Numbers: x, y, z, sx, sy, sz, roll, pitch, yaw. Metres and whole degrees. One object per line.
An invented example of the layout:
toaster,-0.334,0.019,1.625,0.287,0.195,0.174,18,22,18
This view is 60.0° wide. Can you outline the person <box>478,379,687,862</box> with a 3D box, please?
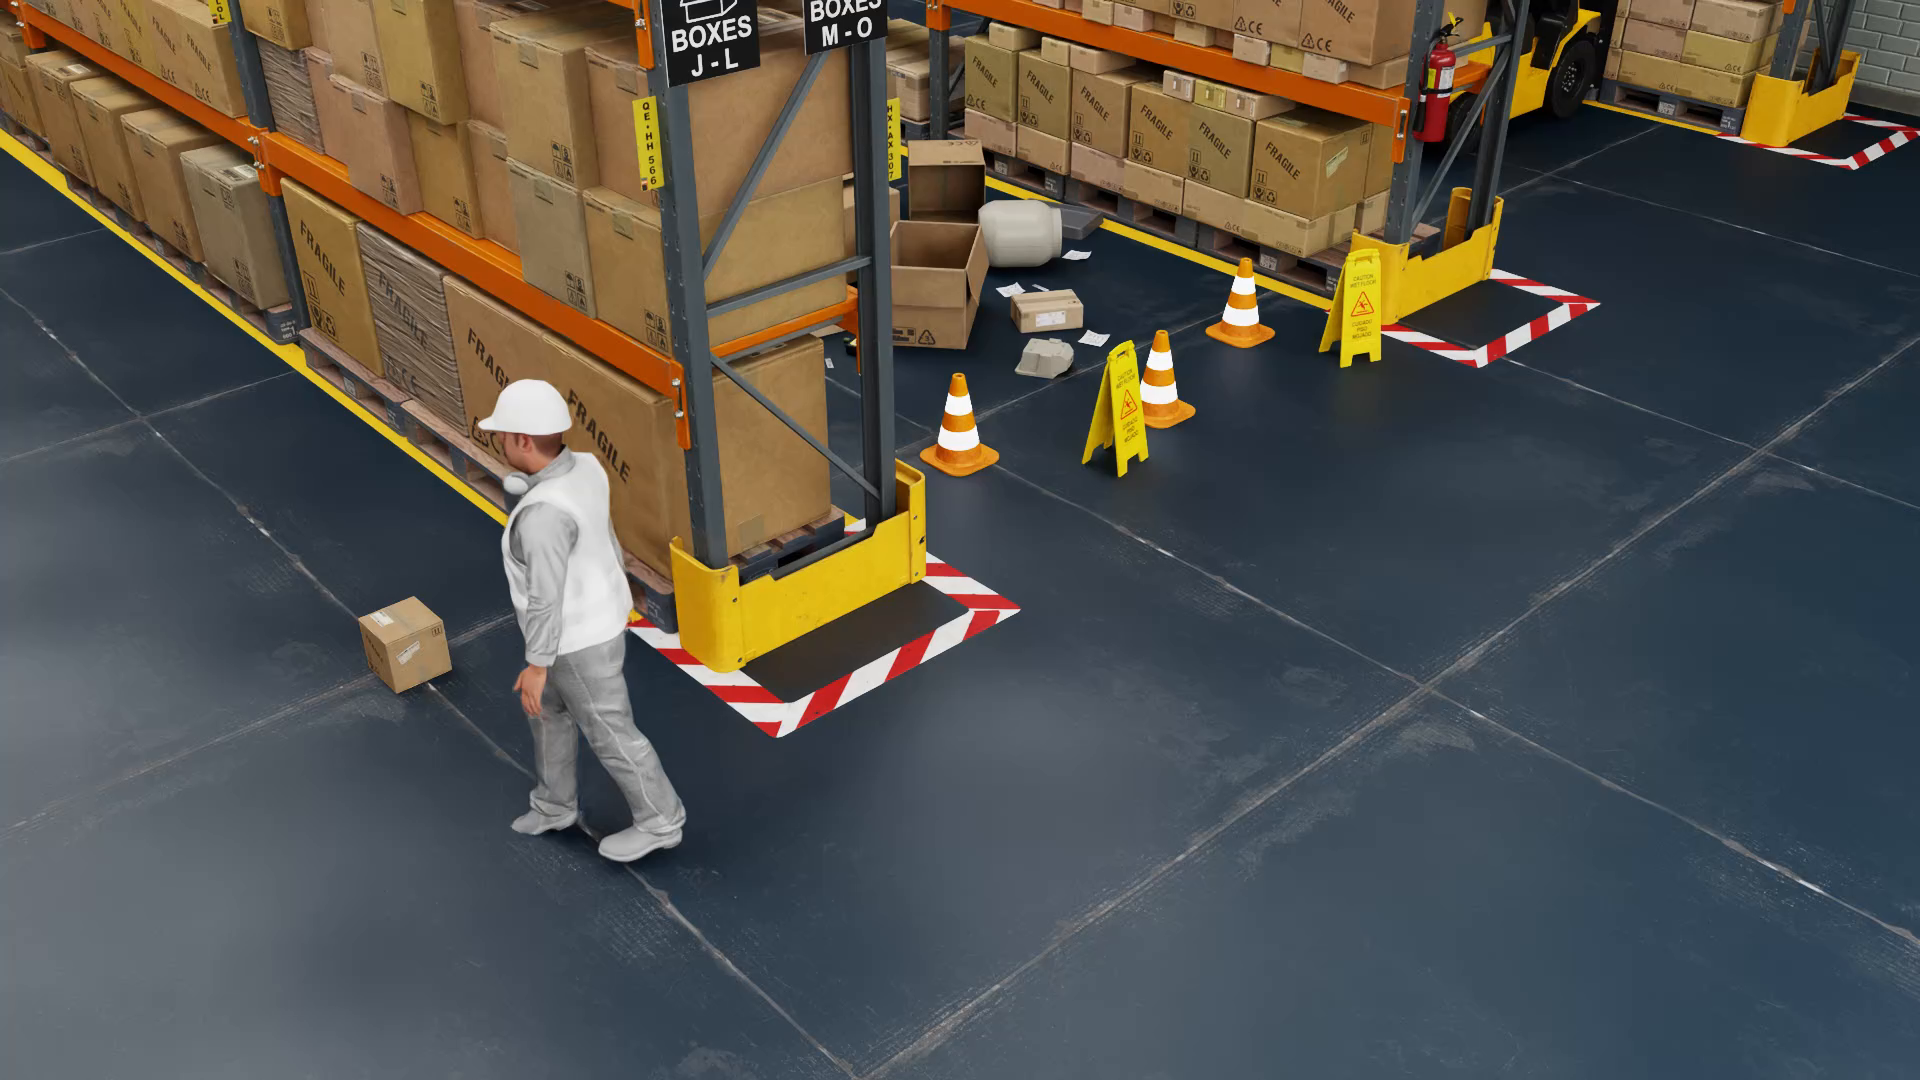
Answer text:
person,-1.321,0.330,5.626,0.677,1.821,0.614,-2,32,-3
